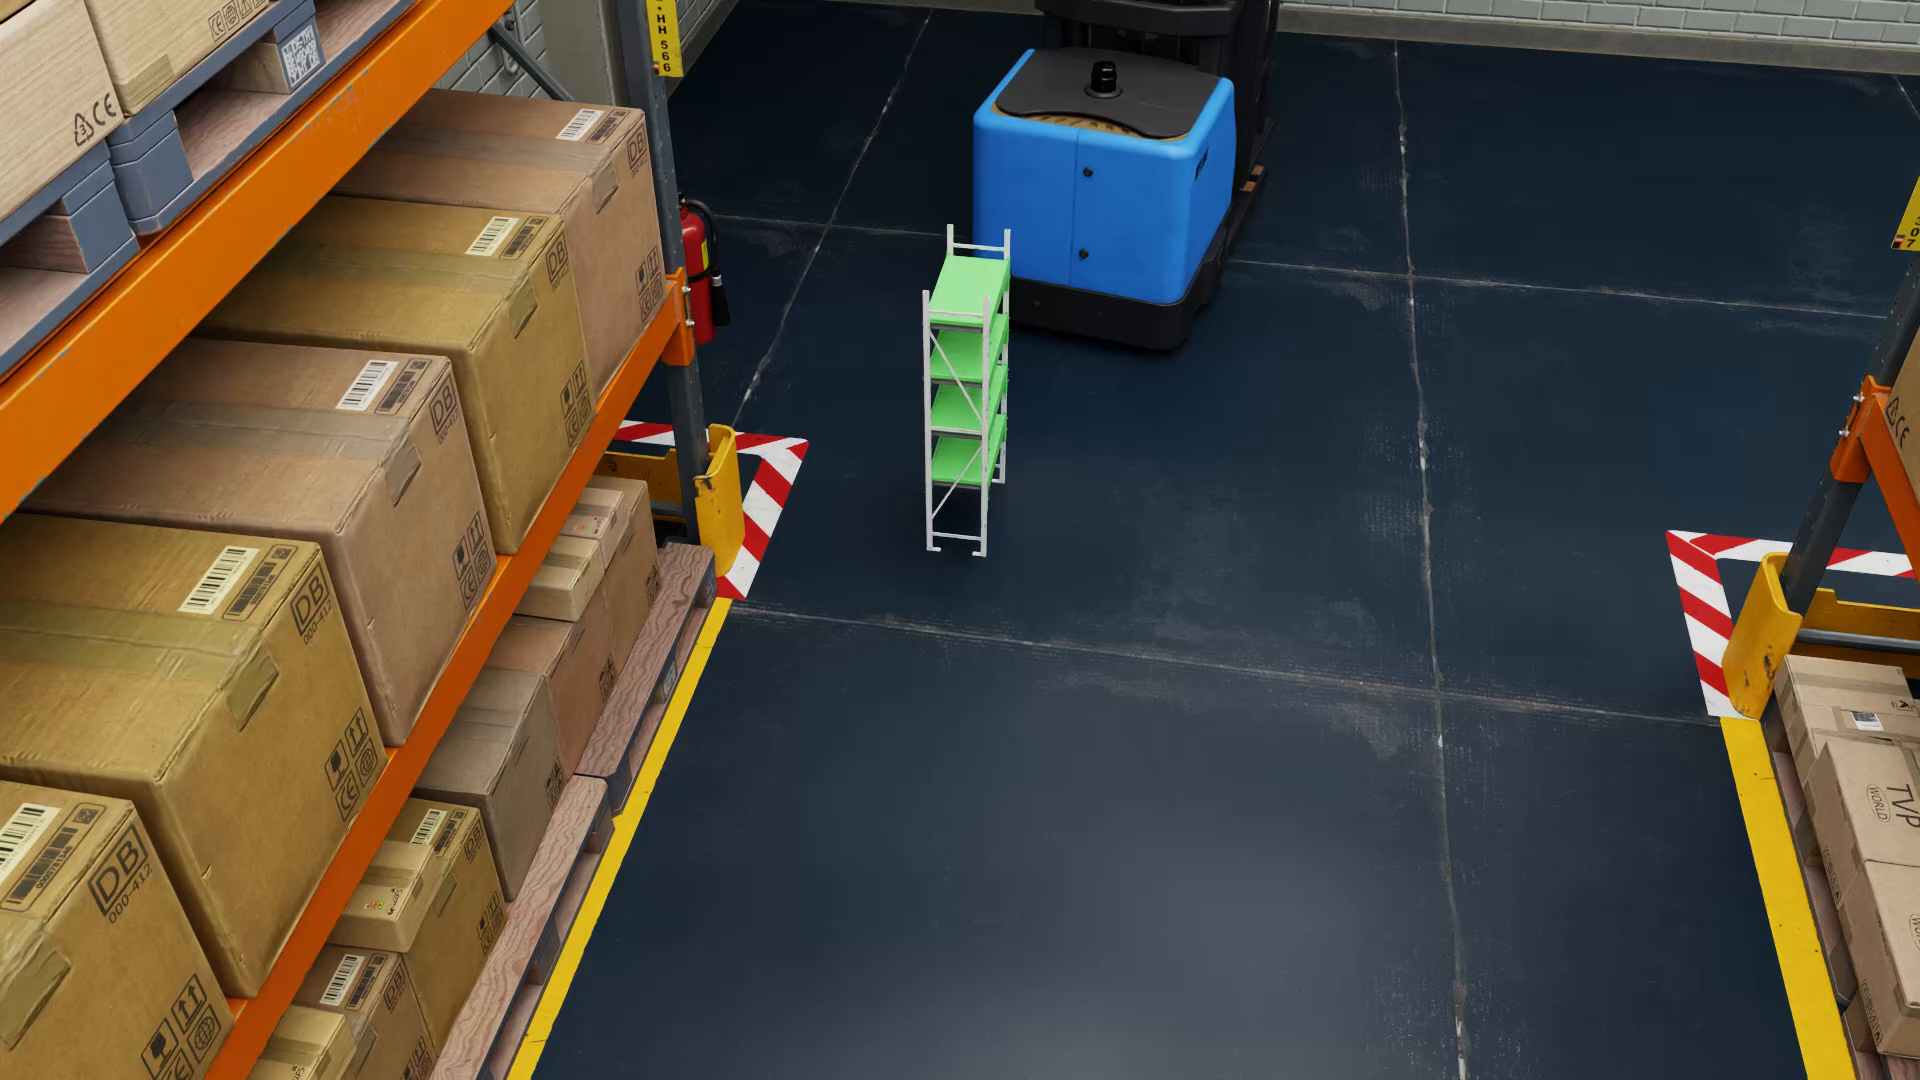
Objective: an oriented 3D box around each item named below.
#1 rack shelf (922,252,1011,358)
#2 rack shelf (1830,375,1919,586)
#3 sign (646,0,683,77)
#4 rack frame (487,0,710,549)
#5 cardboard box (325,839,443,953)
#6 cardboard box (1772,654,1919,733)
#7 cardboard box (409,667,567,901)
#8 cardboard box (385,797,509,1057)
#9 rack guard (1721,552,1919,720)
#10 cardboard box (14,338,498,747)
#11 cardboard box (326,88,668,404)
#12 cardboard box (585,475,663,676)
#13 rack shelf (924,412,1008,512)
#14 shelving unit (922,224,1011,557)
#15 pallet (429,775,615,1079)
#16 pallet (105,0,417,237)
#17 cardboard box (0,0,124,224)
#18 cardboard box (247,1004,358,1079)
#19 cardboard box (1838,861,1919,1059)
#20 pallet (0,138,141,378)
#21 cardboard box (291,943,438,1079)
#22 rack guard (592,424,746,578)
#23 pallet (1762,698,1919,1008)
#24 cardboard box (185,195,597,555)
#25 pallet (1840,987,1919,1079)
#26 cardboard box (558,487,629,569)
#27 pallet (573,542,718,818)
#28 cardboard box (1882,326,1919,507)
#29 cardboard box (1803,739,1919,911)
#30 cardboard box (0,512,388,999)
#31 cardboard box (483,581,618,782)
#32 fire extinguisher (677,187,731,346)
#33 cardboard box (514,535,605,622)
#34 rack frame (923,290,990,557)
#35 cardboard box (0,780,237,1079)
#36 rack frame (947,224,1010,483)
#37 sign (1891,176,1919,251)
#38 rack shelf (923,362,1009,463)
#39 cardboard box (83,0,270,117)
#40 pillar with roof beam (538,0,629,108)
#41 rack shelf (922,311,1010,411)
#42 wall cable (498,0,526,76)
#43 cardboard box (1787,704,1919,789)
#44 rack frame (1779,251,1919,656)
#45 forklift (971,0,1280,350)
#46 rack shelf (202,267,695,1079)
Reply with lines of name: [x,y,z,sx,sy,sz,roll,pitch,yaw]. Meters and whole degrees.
rack shelf: [0.029,-0.887,6.228,0.258,0.148,0.480,6,40,8]
rack shelf: [3.060,0.921,3.846,1.077,0.370,4.000,6,40,8]
sign: [-0.942,-1.624,5.265,0.100,0.325,0.005,6,40,8]
rack frame: [-1.474,-1.155,5.793,1.000,3.000,0.127,6,40,8]
cardboard box: [-1.607,0.927,4.398,0.380,0.149,0.250,5,40,6]
cardboard box: [2.995,0.543,5.631,0.380,0.149,0.250,6,40,8]
cardboard box: [-1.669,0.727,5.149,0.700,0.500,0.500,5,40,6]
cardboard box: [-1.754,1.062,4.743,0.700,0.500,0.500,7,40,9]
rack guard: [3.393,0.400,5.874,1.175,0.500,0.348,6,40,8]
cardboard box: [-1.808,-0.014,4.177,0.980,0.700,0.700,5,40,6]
cardboard box: [-1.552,-0.949,5.309,0.980,0.700,0.700,8,40,10]
cardboard box: [-1.497,0.097,5.911,0.700,0.500,0.500,6,40,8]
rack shelf: [0.029,-0.332,6.687,0.258,0.148,0.480,6,40,8]
shelving unit: [0.029,-0.566,6.493,0.258,1.200,0.503,6,40,8]
pallet: [-1.749,1.194,5.141,1.003,0.211,1.213,6,40,8]
pallet: [-1.801,-1.042,3.372,1.003,0.211,1.213,6,40,8]
cardboard box: [-1.685,-0.666,2.557,0.500,0.250,0.500,6,40,7]
cardboard box: [-1.697,1.254,4.002,0.380,0.149,0.250,8,40,9]
cardboard box: [2.859,1.217,4.737,0.500,0.250,0.500,6,40,8]
pallet: [-2.014,-0.279,2.449,1.003,0.211,1.213,6,40,8]
cardboard box: [-1.846,1.384,4.354,0.700,0.500,0.500,6,40,7]
rack guard: [-1.470,-0.207,6.607,1.175,0.500,0.348,6,40,8]
pallet: [3.256,1.012,5.361,1.003,0.211,1.213,6,40,8]
cardboard box: [-1.667,-0.491,4.755,0.980,0.700,0.700,6,40,7]
pallet: [3.042,1.775,4.437,1.003,0.211,1.213,6,40,8]
cardboard box: [-1.339,-0.052,5.582,0.380,0.149,0.250,6,40,7]
pallet: [-1.535,0.430,6.064,1.003,0.211,1.213,6,40,8]
cardboard box: [3.069,-0.400,4.801,0.500,0.500,0.500,7,40,9]
cardboard box: [2.946,0.903,5.116,0.500,0.250,0.500,6,40,8]
cardboard box: [-1.924,0.444,3.624,0.980,0.700,0.700,5,40,7]
cardboard box: [-1.583,0.411,5.531,0.700,0.500,0.500,6,40,8]
fire extinguisher: [-0.993,-1.025,5.989,0.296,0.674,0.183,6,40,8]
cardboard box: [-1.383,0.108,5.388,0.380,0.149,0.250,7,40,9]
rack frame: [-0.014,-0.413,6.308,0.240,1.200,0.015,6,40,8]
cardboard box: [-2.056,0.901,3.070,0.980,0.700,0.700,7,40,8]
rack frame: [0.071,-0.719,6.679,0.240,1.200,0.015,6,40,8]
sign: [2.871,-1.004,4.931,0.100,0.325,0.005,6,40,8]
rack shelf: [0.029,-0.517,6.534,0.258,0.148,0.480,6,40,8]
cardboard box: [-1.603,-0.989,2.947,0.500,0.250,0.500,5,40,6]
pillar with roof beam: [2.381,-4.782,5.472,9.100,9.000,0.400,6,40,8]
rack shelf: [0.029,-0.702,6.381,0.258,0.148,0.480,6,40,8]
wall cable: [-2.184,-2.454,6.567,0.084,1.984,1.851,6,40,8]
cardboard box: [2.951,0.693,5.436,0.380,0.166,0.250,6,40,8]
rack frame: [3.406,-0.611,5.135,1.000,3.000,0.127,6,40,8]
forklift: [1.028,-2.956,8.025,1.130,2.935,3.031,13,41,15]
rack shelf: [-1.820,0.378,4.504,1.077,0.370,4.000,6,40,8]
